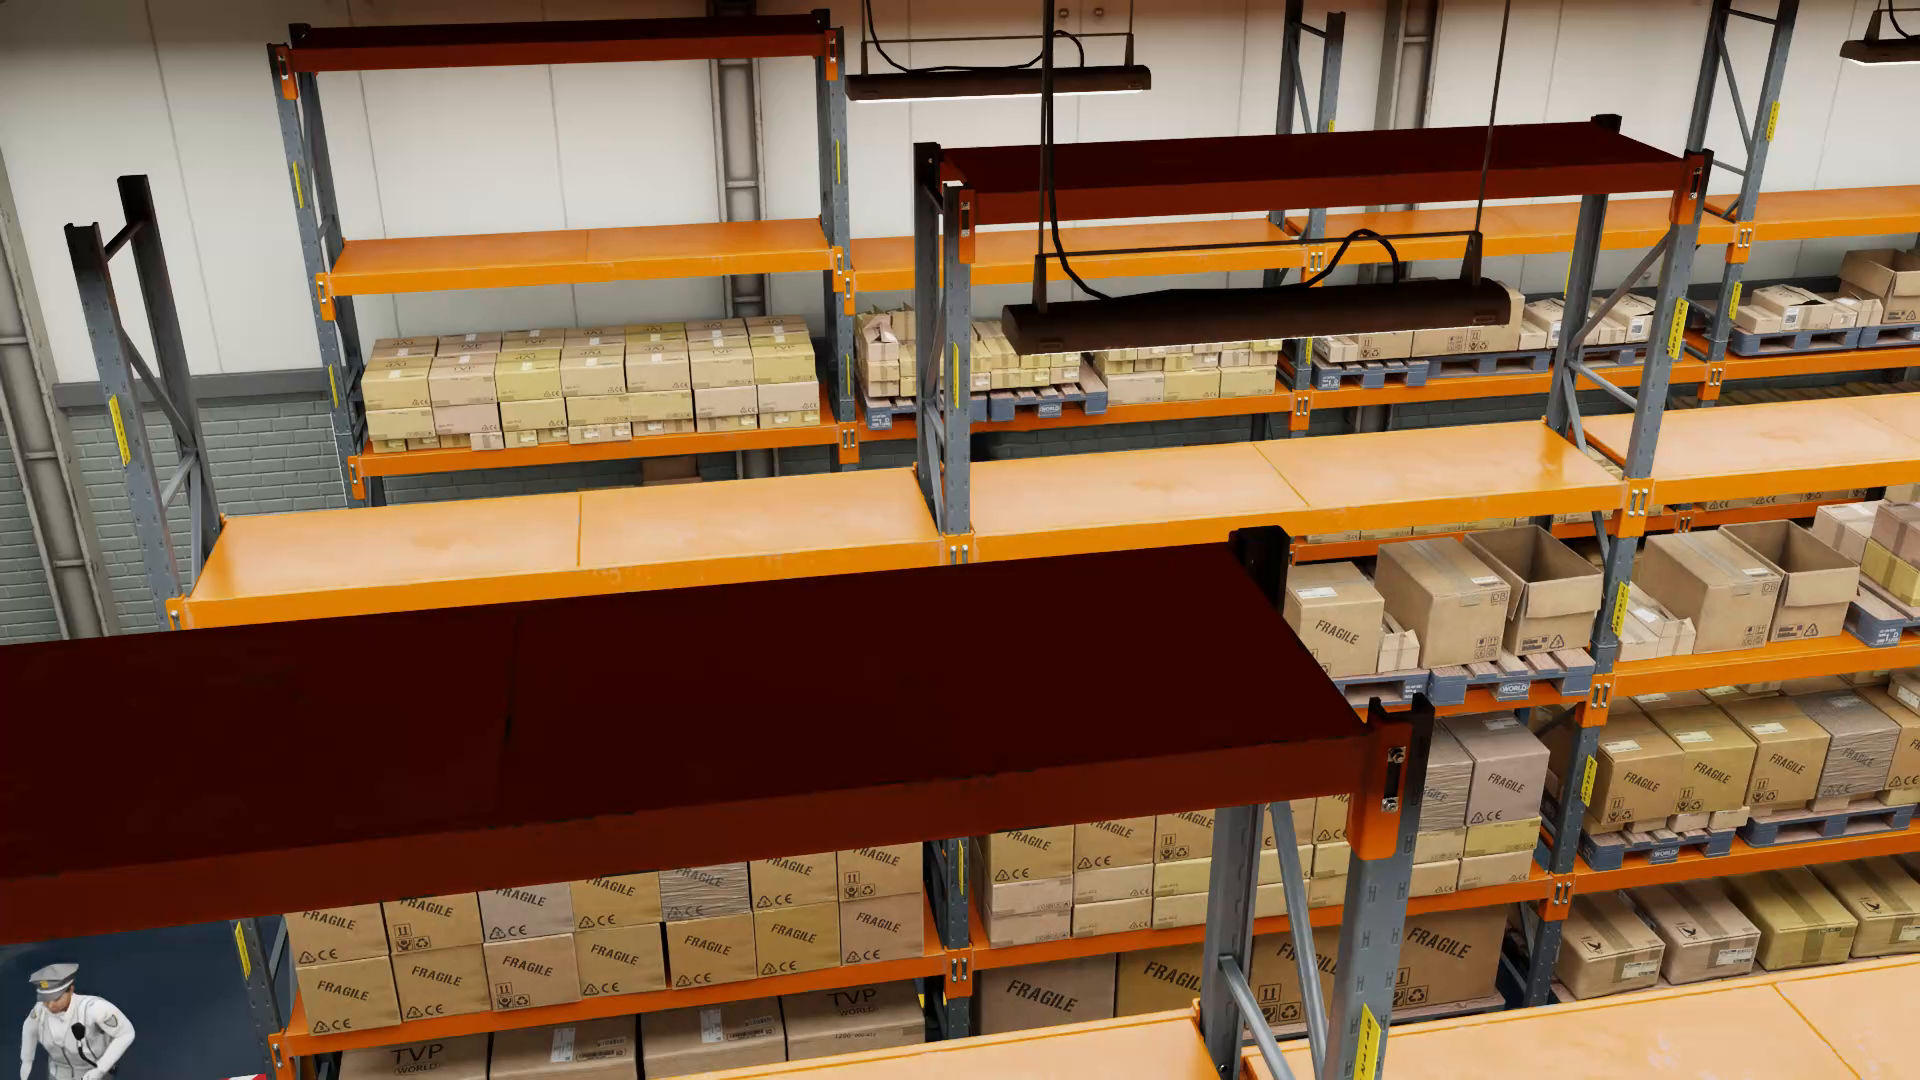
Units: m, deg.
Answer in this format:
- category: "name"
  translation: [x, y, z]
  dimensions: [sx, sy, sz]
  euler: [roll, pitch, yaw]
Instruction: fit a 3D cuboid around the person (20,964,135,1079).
- category: "person"
  translation: [-5.298, 3.175, 9.847]
  dimensions: [0.867, 1.606, 0.788]
  euler: [1, 26, 2]
